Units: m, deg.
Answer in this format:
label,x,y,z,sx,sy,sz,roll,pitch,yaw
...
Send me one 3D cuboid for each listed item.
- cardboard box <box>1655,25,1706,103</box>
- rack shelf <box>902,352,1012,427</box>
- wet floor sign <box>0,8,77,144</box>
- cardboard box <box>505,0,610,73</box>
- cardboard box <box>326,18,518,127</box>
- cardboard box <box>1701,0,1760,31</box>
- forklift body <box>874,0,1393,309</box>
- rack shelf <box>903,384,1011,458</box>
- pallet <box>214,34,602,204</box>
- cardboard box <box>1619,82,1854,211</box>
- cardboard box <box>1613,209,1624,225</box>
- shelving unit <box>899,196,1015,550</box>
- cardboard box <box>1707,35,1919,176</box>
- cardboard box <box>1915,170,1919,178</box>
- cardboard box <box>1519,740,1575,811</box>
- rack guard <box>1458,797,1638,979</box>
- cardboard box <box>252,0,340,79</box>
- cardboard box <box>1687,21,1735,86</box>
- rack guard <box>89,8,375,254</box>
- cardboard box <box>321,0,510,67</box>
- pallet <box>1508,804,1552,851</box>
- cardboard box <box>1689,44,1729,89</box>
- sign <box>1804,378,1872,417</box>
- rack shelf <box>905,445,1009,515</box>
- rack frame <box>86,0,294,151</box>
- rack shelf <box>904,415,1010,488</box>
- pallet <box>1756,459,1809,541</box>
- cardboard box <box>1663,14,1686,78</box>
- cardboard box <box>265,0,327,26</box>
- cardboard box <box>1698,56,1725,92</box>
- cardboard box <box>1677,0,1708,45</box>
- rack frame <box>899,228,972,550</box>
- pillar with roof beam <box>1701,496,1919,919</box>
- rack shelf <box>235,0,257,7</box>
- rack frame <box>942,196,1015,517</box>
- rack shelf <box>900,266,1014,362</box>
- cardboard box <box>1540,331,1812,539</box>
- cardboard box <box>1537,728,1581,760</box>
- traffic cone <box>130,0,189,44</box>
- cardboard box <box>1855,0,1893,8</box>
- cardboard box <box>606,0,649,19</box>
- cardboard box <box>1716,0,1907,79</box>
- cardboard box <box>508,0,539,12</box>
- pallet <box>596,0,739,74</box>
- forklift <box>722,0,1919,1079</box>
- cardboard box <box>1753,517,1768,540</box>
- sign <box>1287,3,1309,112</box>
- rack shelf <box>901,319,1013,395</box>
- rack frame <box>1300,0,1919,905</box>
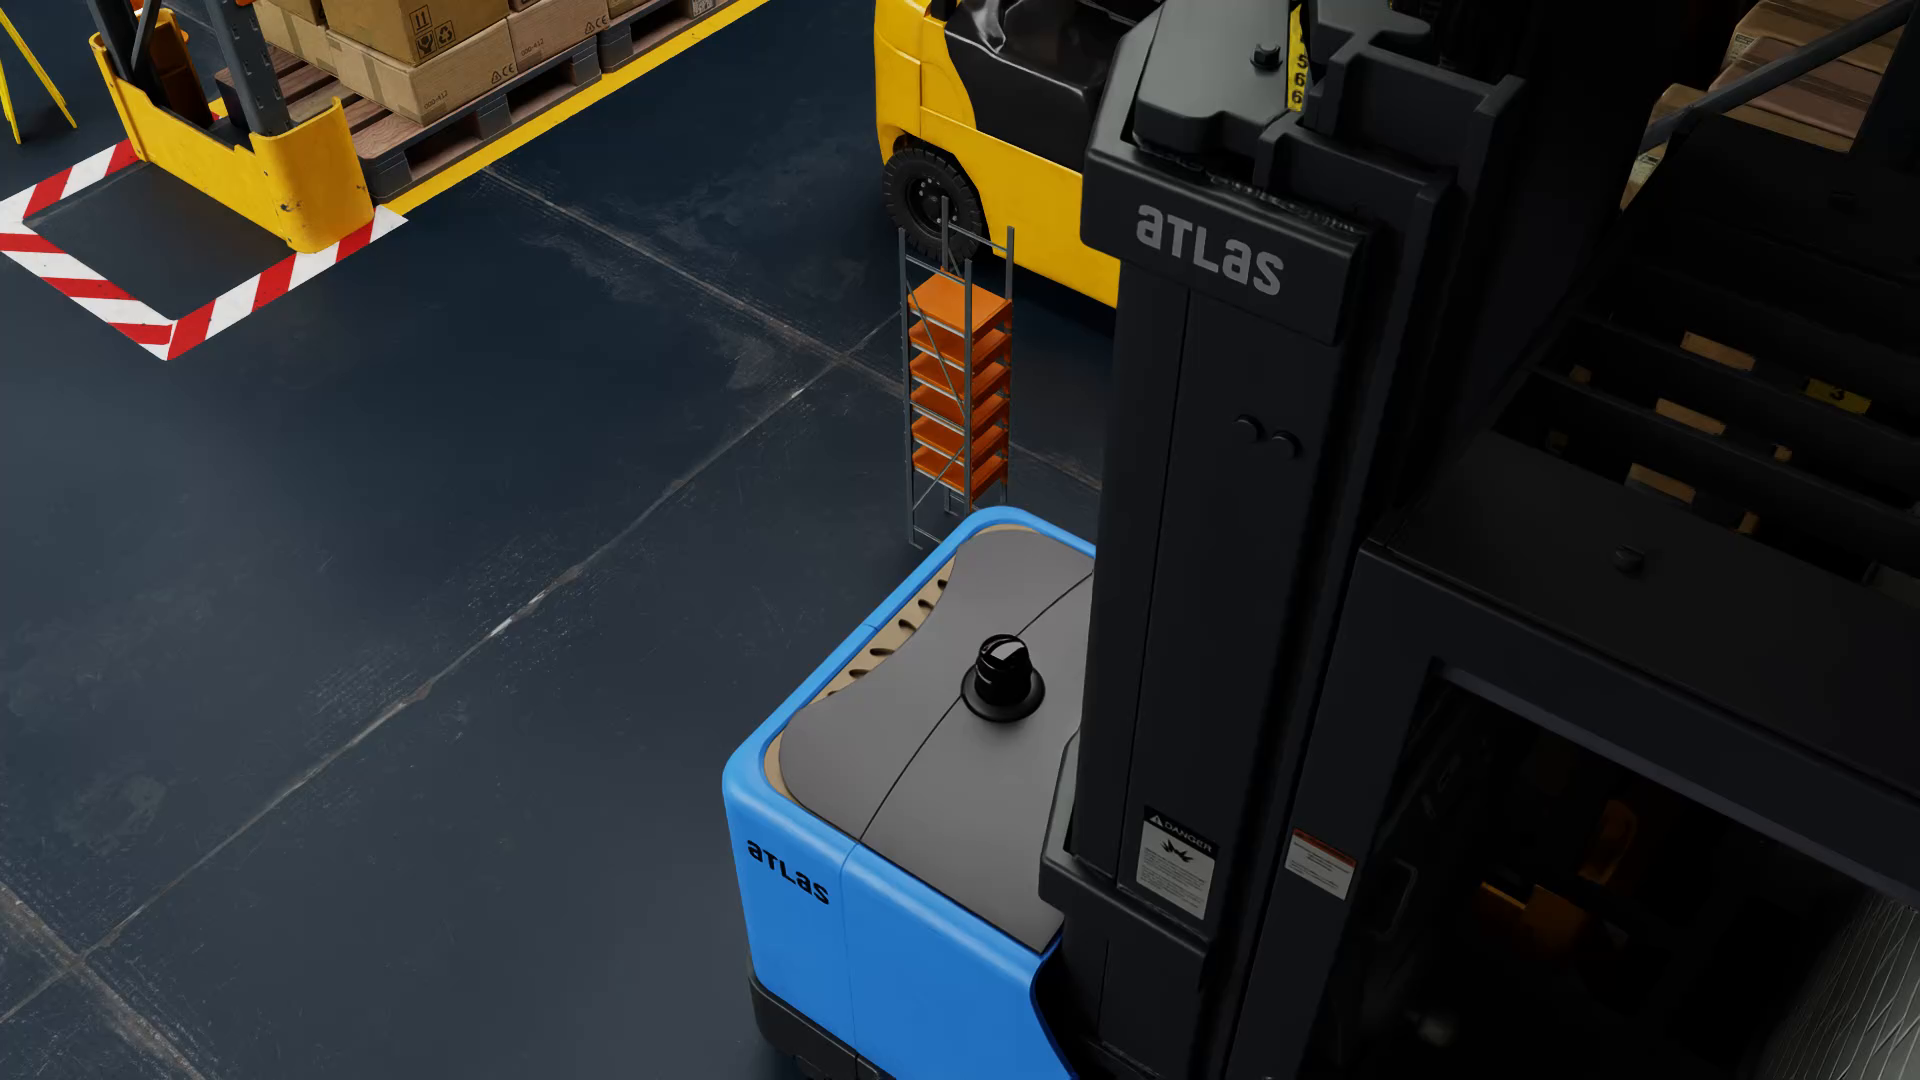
label,x,y,z,sx,sy,sz,roll,pitch,yaw
cardboard box,1.404,-1.081,3.691,0.380,0.149,0.250,30,53,26
rack shelf,-0.009,-0.458,4.754,0.258,0.103,0.180,29,53,25
wet floor sign,-3.819,-1.963,6.679,0.232,0.644,0.267,-25,51,-22
cardboard box,-1.826,-2.235,6.922,0.500,0.250,0.500,31,54,26
cardboard box,-2.144,-1.946,6.646,0.500,0.250,0.500,29,53,25
cardboard box,1.602,-1.305,3.699,0.380,0.149,0.250,30,53,25
forklift body,0.790,-1.818,5.499,2.313,2.155,1.214,29,53,25
rack shelf,-0.009,-0.375,4.840,0.258,0.103,0.180,29,53,25
pallet,-2.285,-1.941,6.958,1.003,0.211,1.213,29,53,25
cardboard box,1.448,-0.679,3.100,0.380,0.149,0.250,28,53,24
cardboard box,1.167,-0.652,3.729,0.500,0.500,0.500,28,52,24
shelving unit,-0.009,-0.406,4.808,0.258,1.200,0.189,29,53,25
cardboard box,1.661,-0.803,3.219,0.380,0.149,0.250,31,54,26
cardboard box,1.898,-0.723,3.797,0.500,0.500,0.500,31,54,26
cardboard box,1.529,0.391,4.414,0.500,0.250,0.500,29,53,25
rack guard,1.059,0.658,4.276,1.175,0.500,0.348,29,53,25
cardboard box,-2.560,-2.202,6.890,0.500,0.250,0.500,29,53,25
cardboard box,1.565,-1.218,3.821,0.380,0.149,0.250,29,53,25
rack guard,-2.810,-1.592,6.425,1.175,0.500,0.348,29,53,25
cardboard box,-2.130,-2.219,6.388,0.500,0.500,0.500,28,52,24
pallet,1.508,0.288,4.829,1.003,0.211,1.213,29,53,25
cardboard box,1.492,-0.944,4.009,0.500,0.500,0.500,31,54,26
sign,1.510,-0.297,2.806,0.100,0.325,0.005,29,53,25
rack shelf,-0.009,-0.210,5.014,0.258,0.103,0.180,29,53,25
rack frame,-2.856,-2.412,5.479,1.000,3.000,0.127,29,53,25
rack shelf,-0.009,-0.293,4.927,0.258,0.103,0.180,29,53,25
pallet,2.255,-0.407,5.493,1.003,0.211,1.213,29,53,25
cardboard box,1.252,-1.034,3.440,0.380,0.149,0.250,29,53,25
cardboard box,-2.573,-2.440,6.599,0.500,0.500,0.500,30,53,25
cardboard box,1.748,-0.869,3.488,0.380,0.149,0.250,28,53,24
cardboard box,1.391,-1.195,3.594,0.380,0.149,0.250,30,53,26
rack frame,-0.065,-0.354,4.758,0.240,1.200,0.006,29,53,25
pillar with roof beam,-1.194,-4.195,3.034,9.100,9.000,0.400,29,53,25
rack shelf,-1.633,-3.308,6.833,1.077,0.370,4.000,29,53,25
rack frame,0.047,-0.459,4.858,0.240,1.200,0.006,29,53,25
rack shelf,-0.009,-0.624,4.580,0.258,0.103,0.180,29,53,25
cardboard box,1.597,-0.415,3.503,0.500,0.500,0.500,31,54,26
cardboard box,1.526,0.235,4.216,0.500,0.250,0.500,30,53,26
traffic cone,-3.614,-2.352,7.177,0.336,0.463,0.334,29,53,25
cardboard box,1.948,-1.106,3.508,0.380,0.149,0.250,29,53,25
cardboard box,-1.502,-2.553,7.225,0.500,0.250,0.500,33,54,27
cardboard box,1.785,-0.971,3.379,0.380,0.149,0.250,30,53,26
cardboard box,-1.814,-2.520,6.676,0.500,0.500,0.500,27,52,24
pallet,-1.539,-2.636,7.622,1.003,0.211,1.213,29,53,25
forklift,0.997,0.528,2.719,3.031,2.935,1.130,27,52,24
cardboard box,2.160,-0.182,4.960,0.500,0.250,0.500,29,53,25
sign,0.653,-0.949,3.118,0.100,0.325,0.005,29,53,25
rack shelf,-0.009,-0.541,4.667,0.258,0.103,0.180,29,53,25
rack frame,1.074,-0.219,3.385,1.000,3.000,0.127,29,53,25
